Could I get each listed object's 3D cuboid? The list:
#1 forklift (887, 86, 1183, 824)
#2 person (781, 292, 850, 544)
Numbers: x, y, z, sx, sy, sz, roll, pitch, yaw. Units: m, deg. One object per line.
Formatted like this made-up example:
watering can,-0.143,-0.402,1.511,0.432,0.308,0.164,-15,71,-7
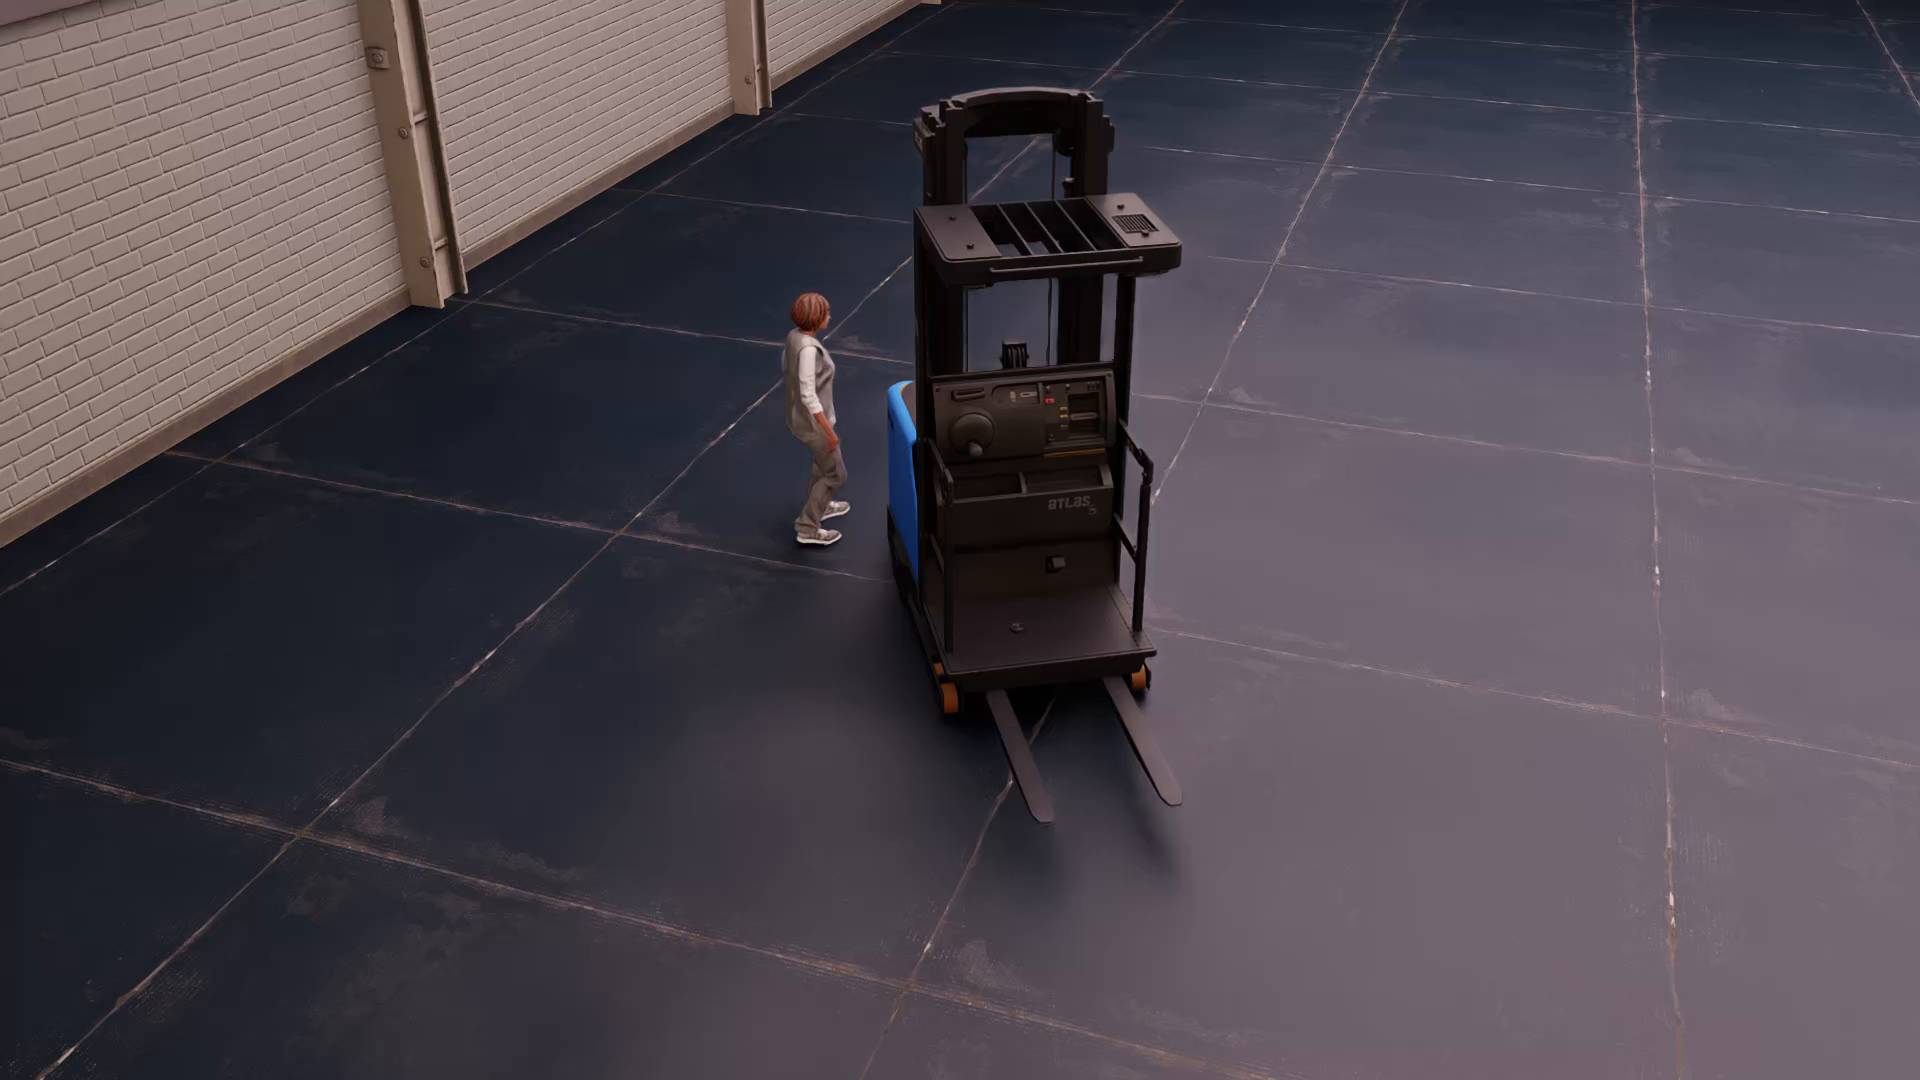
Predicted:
forklift,0.372,-0.582,8.157,1.130,2.935,3.031,-6,30,-10
person,-0.819,-0.718,9.786,0.412,1.553,0.694,-8,31,-15
